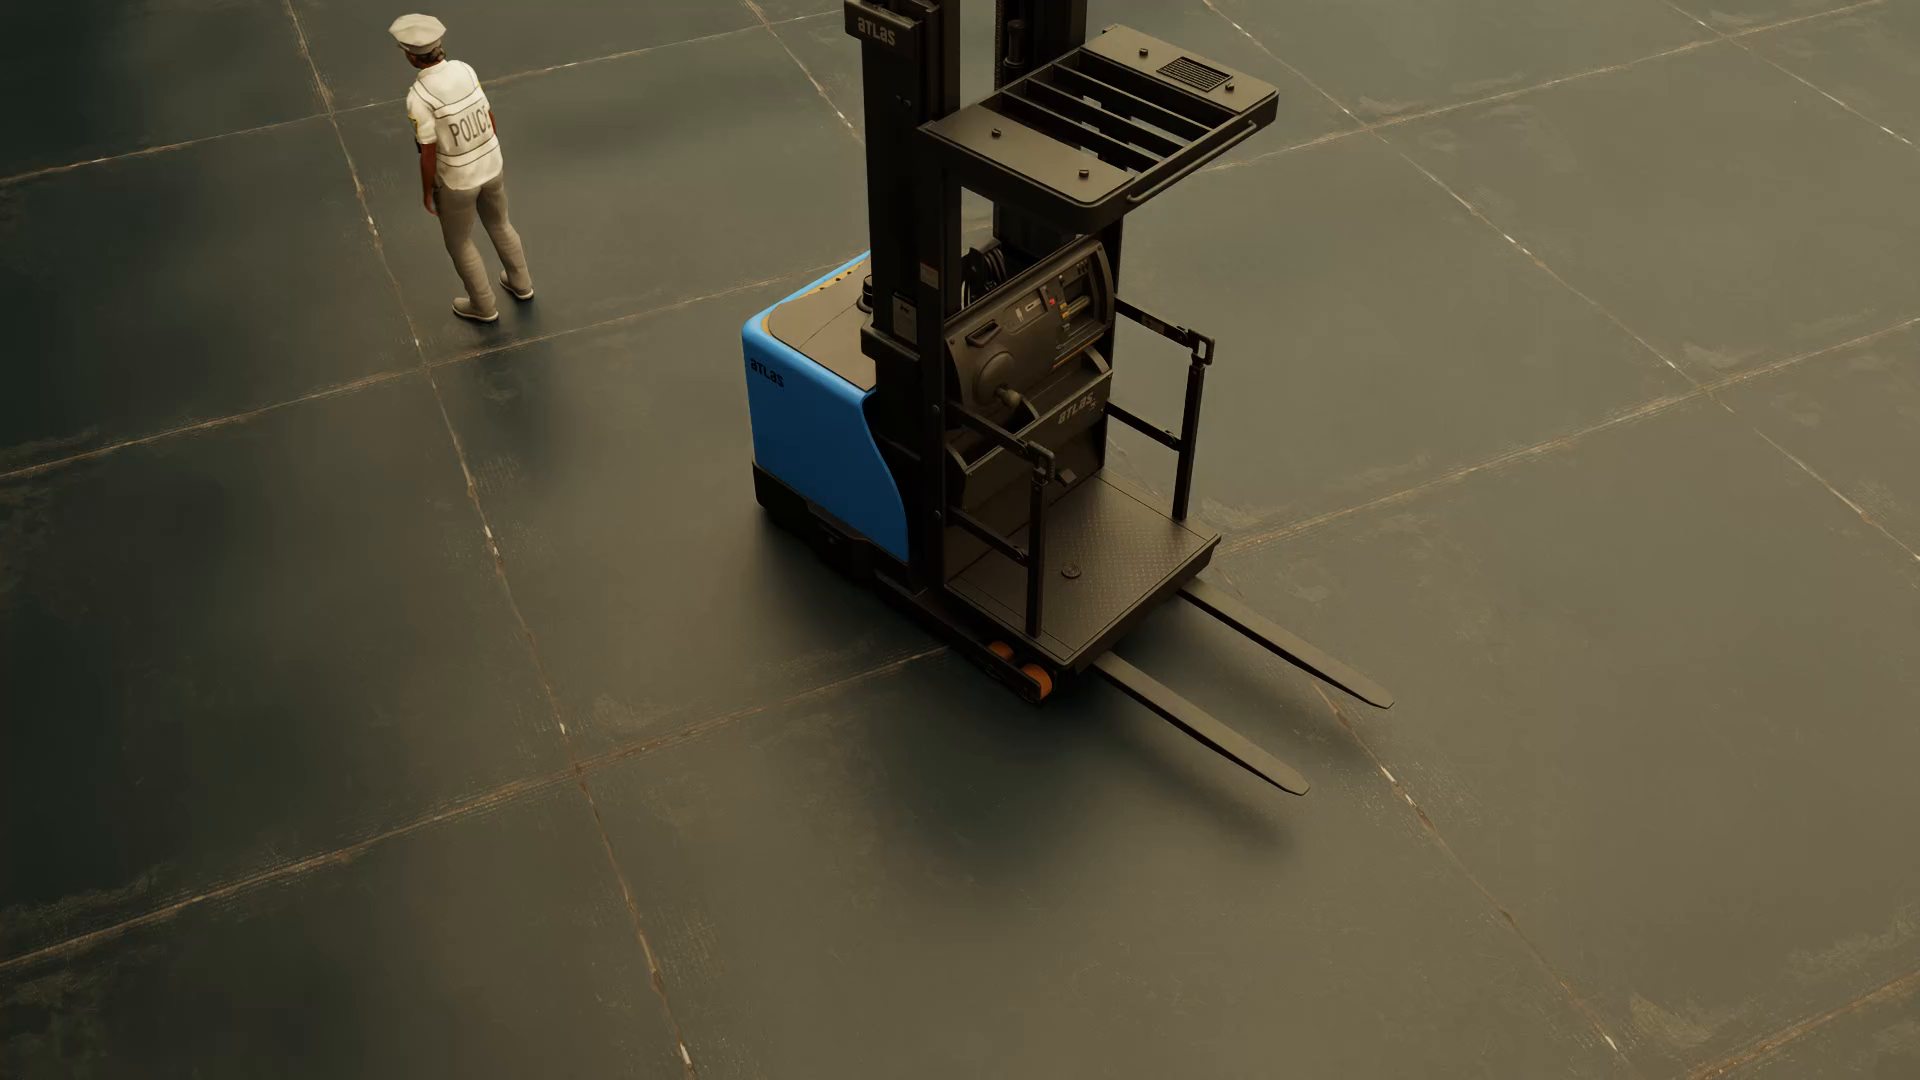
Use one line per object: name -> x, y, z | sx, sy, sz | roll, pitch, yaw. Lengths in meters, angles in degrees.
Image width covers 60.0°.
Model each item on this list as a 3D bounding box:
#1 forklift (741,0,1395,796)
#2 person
forklift -> 0.445, -0.788, 6.525 | 3.031, 2.935, 1.130 | 32, 52, 30
person -> -2.581, -1.910, 8.658 | 0.391, 1.664, 0.532 | 26, 49, 25
